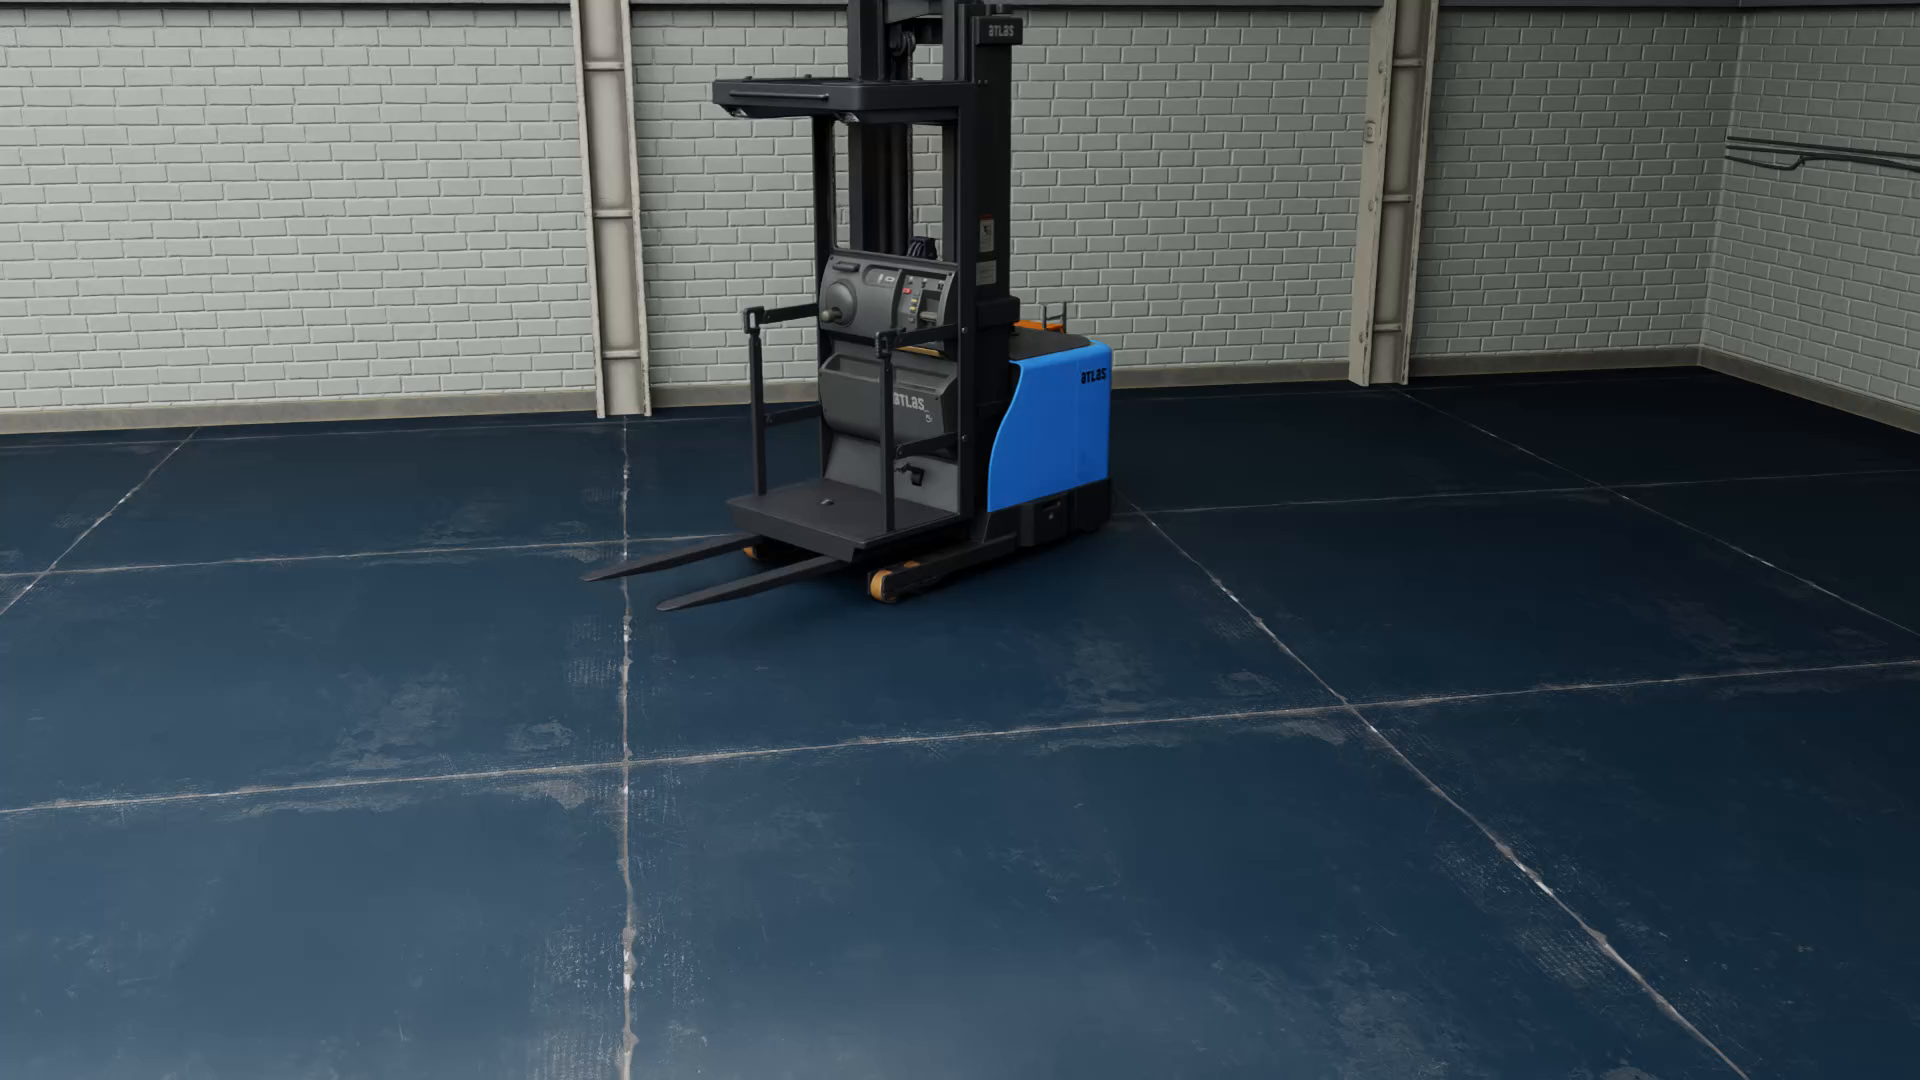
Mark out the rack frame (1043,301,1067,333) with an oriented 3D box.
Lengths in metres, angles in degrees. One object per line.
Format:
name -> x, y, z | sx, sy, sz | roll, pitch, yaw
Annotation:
rack frame -> 0.553, -0.811, 9.904 | 0.015, 1.200, 0.240 | 12, 20, 34

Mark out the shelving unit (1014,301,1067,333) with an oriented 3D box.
shelving unit -> 0.354, -0.852, 10.039 | 0.503, 1.200, 0.258 | 12, 20, 34

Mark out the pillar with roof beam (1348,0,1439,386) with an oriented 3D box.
pillar with roof beam -> 4.206, -4.348, 8.140 | 0.400, 9.000, 9.100 | -3, 17, -10

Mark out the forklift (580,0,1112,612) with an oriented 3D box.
forklift -> -0.527, -1.256, 8.410 | 1.130, 2.935, 3.031 | 16, 23, 42

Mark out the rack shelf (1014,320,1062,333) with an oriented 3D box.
rack shelf -> 0.356, -1.229, 9.926 | 0.480, 0.148, 0.258 | 12, 20, 34

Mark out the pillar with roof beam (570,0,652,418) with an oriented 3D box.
pillar with roof beam -> -1.685, -4.013, 7.052 | 0.400, 9.000, 9.100 | -3, 17, -10

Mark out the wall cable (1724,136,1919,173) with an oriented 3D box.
wall cable -> 6.532, -3.887, 11.930 | 0.112, 2.526, 3.097 | -3, 17, -10
